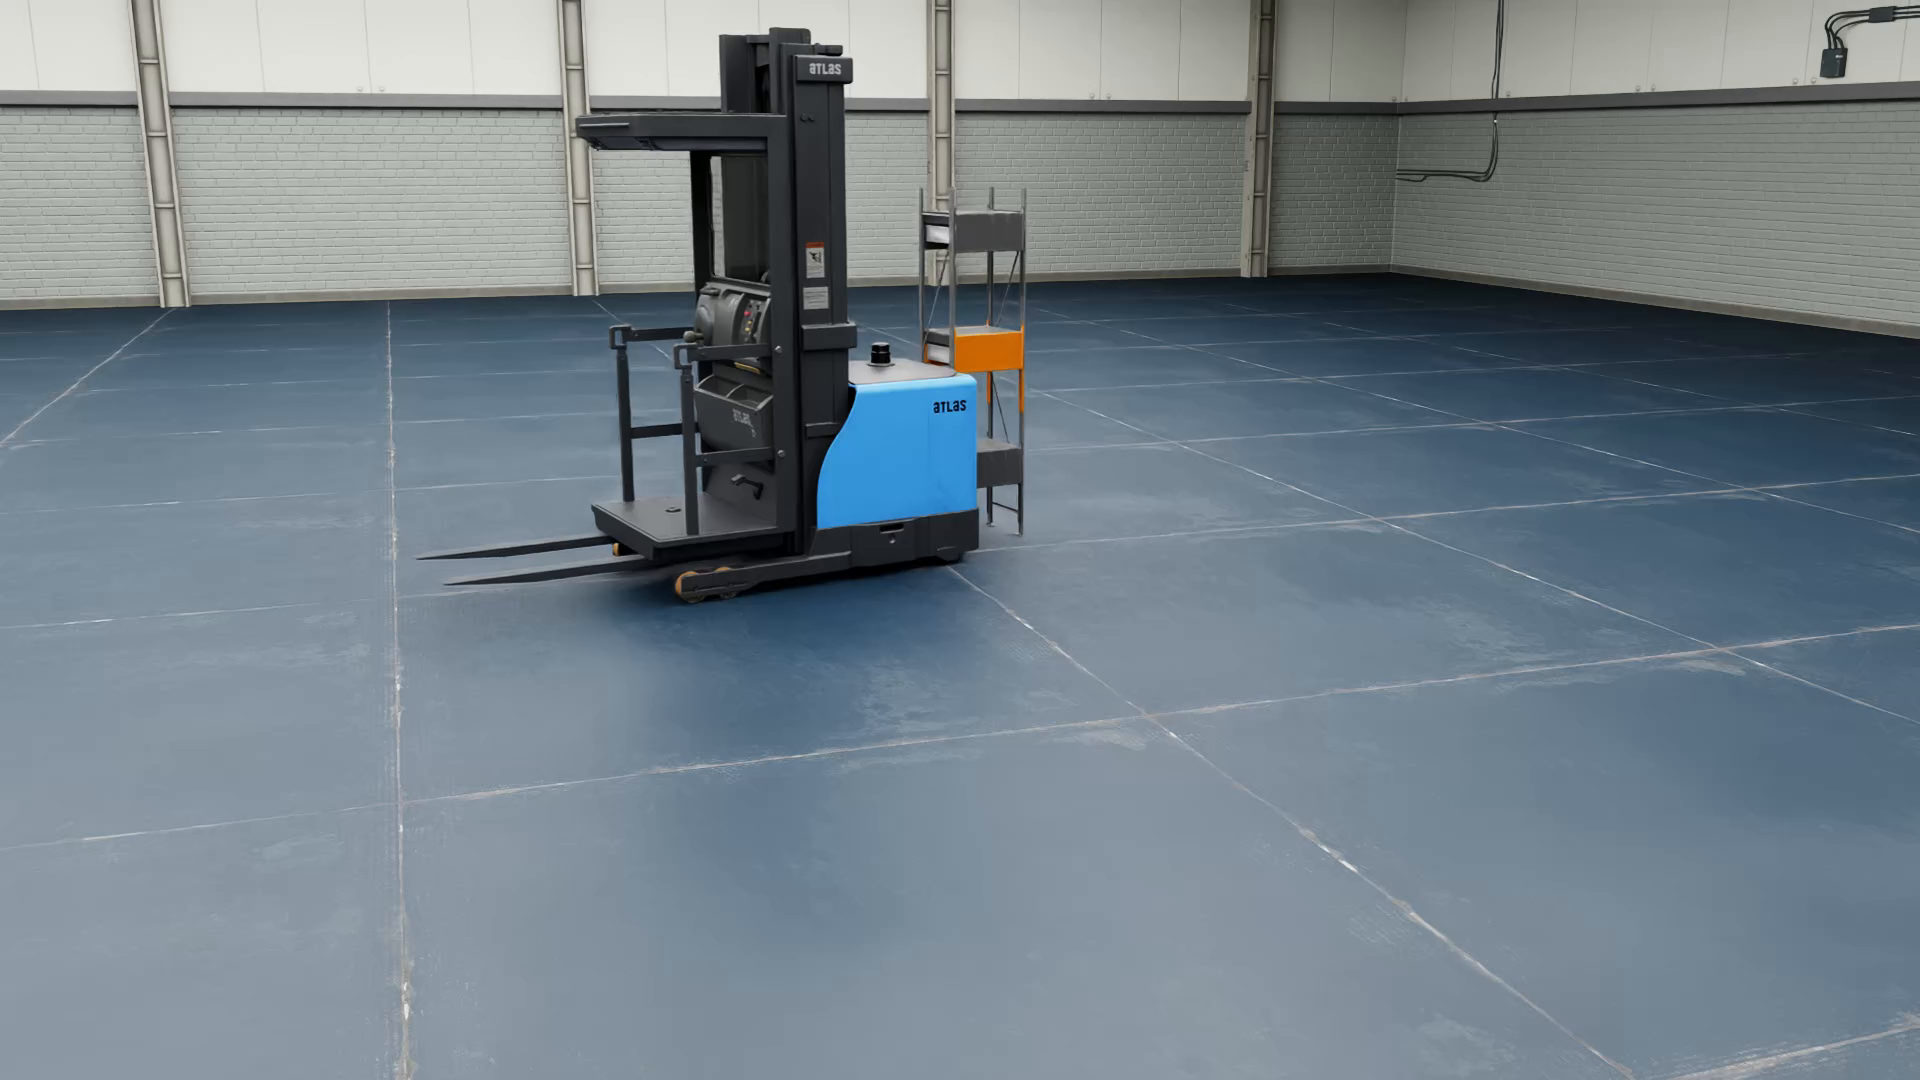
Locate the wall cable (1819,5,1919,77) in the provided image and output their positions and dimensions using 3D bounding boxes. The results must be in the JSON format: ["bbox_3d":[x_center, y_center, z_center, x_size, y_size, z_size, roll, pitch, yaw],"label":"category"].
[{"bbox_3d":[11.592,-8.696,19.905,0.169,6.003,2.305,-4,14,-18],"label":"wall cable"}]

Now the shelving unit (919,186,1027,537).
[{"bbox_3d":[0.073,-1.053,10.034,0.503,2.100,0.431,-8,15,-29],"label":"shelving unit"}]

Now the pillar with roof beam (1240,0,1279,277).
[{"bbox_3d":[6.738,-8.253,25.393,0.400,9.000,9.100,-4,14,-18],"label":"pillar with roof beam"}]

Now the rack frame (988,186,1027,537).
[{"bbox_3d":[0.283,-1.082,10.154,0.015,2.100,0.400,-8,15,-29],"label":"rack frame"}]

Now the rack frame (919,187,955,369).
[{"bbox_3d":[-0.138,-1.025,9.914,0.015,2.100,0.400,-8,15,-29],"label":"rack frame"}]

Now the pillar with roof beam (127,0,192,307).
[{"bbox_3d":[-10.322,-6.925,19.808,0.400,9.000,9.100,-4,14,-18],"label":"pillar with roof beam"}]

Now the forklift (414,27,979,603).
[{"bbox_3d":[-1.421,-1.233,8.993,3.031,2.935,1.130,-8,15,-29],"label":"forklift"}]

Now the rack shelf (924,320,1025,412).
[{"bbox_3d":[0.073,-1.040,10.037,0.480,0.518,0.431,-8,15,-29],"label":"rack shelf"}]

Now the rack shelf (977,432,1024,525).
[{"bbox_3d":[0.073,-0.359,10.199,0.480,0.518,0.431,-8,15,-29],"label":"rack shelf"}]

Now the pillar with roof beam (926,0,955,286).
[{"bbox_3d":[1.052,-7.810,23.531,0.400,9.000,9.100,-4,14,-18],"label":"pillar with roof beam"}]

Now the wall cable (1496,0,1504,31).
[{"bbox_3d":[9.442,-9.478,26.338,0.112,2.526,3.097,-4,14,-18],"label":"wall cable"}]

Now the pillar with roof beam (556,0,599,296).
[{"bbox_3d":[-4.635,-7.367,21.670,0.400,9.000,9.100,-4,14,-18],"label":"pillar with roof beam"}]

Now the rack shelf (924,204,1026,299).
[{"bbox_3d":[0.073,-1.721,9.875,0.480,0.518,0.431,-8,15,-29],"label":"rack shelf"}]

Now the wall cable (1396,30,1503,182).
[{"bbox_3d":[8.579,-7.614,29.417,0.112,2.526,3.097,-4,14,-18],"label":"wall cable"}]
